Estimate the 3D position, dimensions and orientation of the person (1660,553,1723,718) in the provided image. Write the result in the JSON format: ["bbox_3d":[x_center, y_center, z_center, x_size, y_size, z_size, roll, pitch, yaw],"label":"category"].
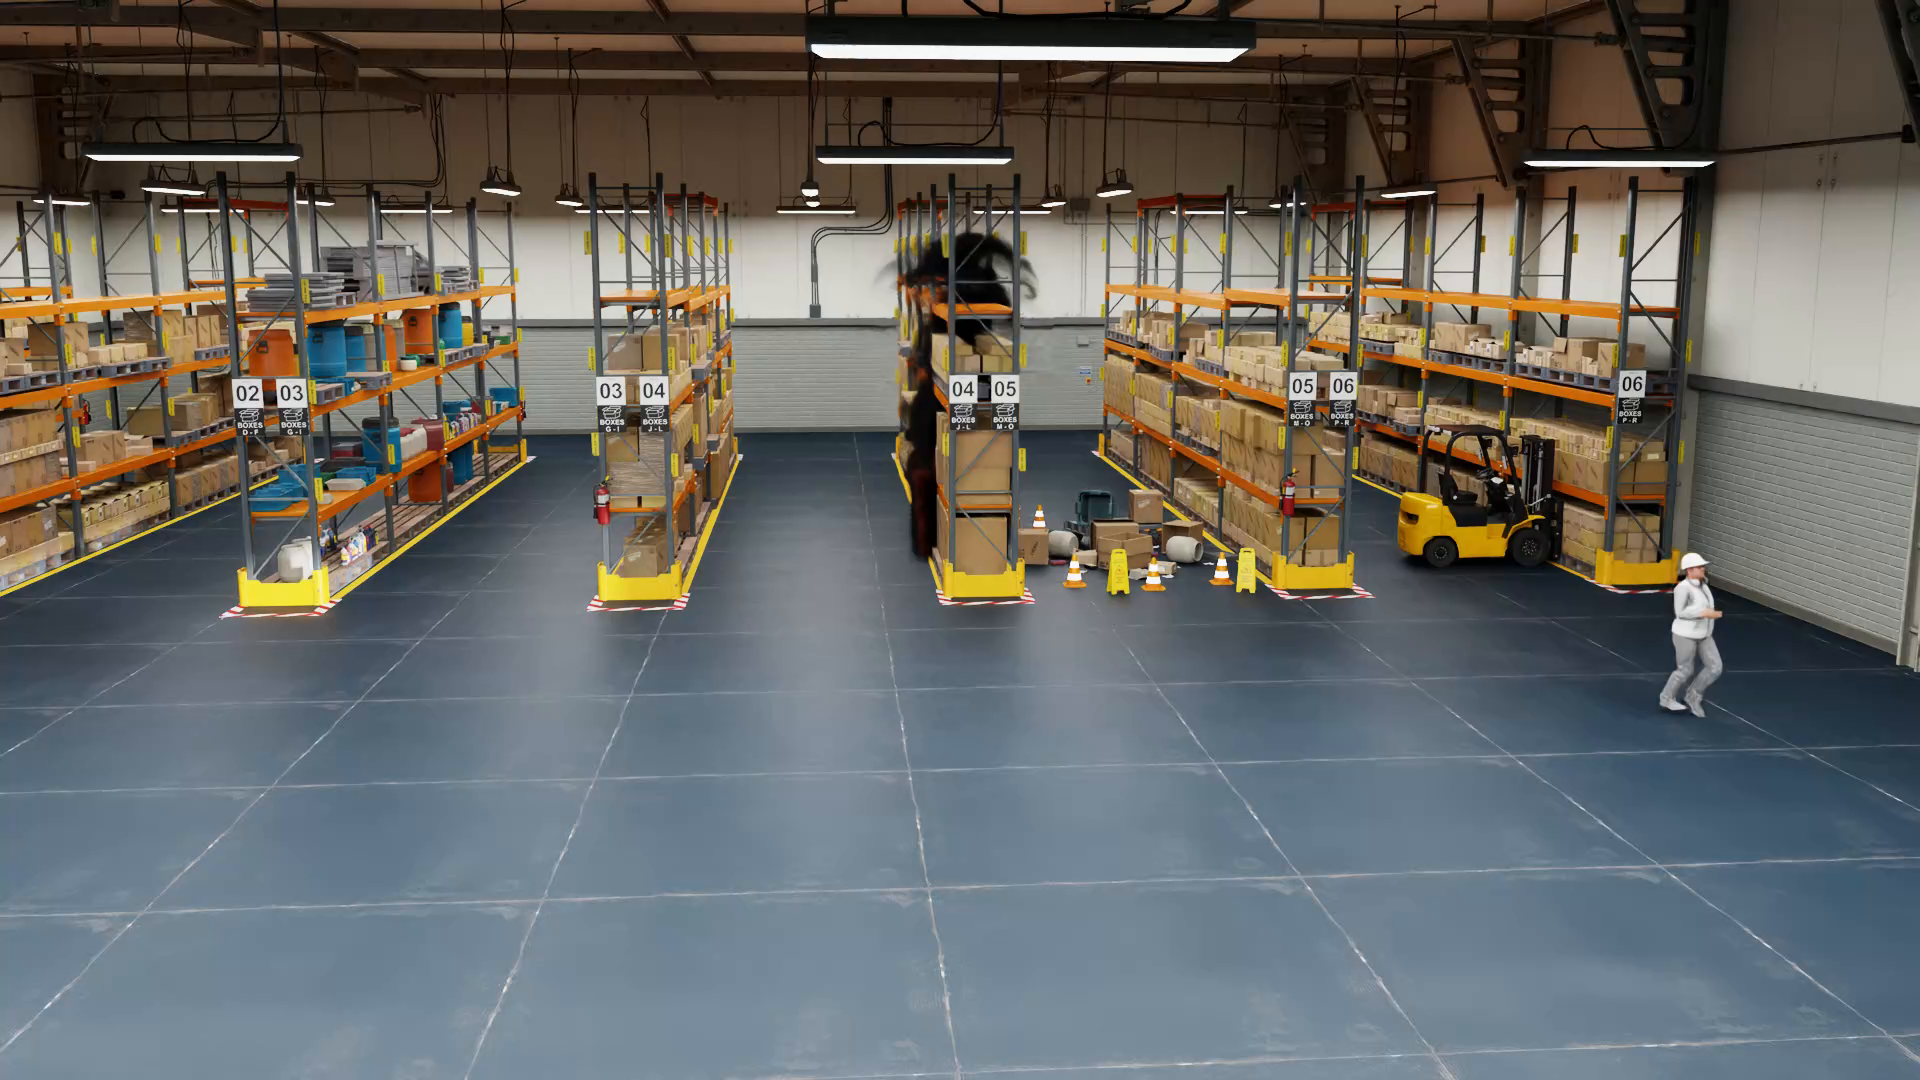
[{"bbox_3d":[7.880,1.037,17.802,0.639,1.800,0.680,-6,12,-32],"label":"person"}]
